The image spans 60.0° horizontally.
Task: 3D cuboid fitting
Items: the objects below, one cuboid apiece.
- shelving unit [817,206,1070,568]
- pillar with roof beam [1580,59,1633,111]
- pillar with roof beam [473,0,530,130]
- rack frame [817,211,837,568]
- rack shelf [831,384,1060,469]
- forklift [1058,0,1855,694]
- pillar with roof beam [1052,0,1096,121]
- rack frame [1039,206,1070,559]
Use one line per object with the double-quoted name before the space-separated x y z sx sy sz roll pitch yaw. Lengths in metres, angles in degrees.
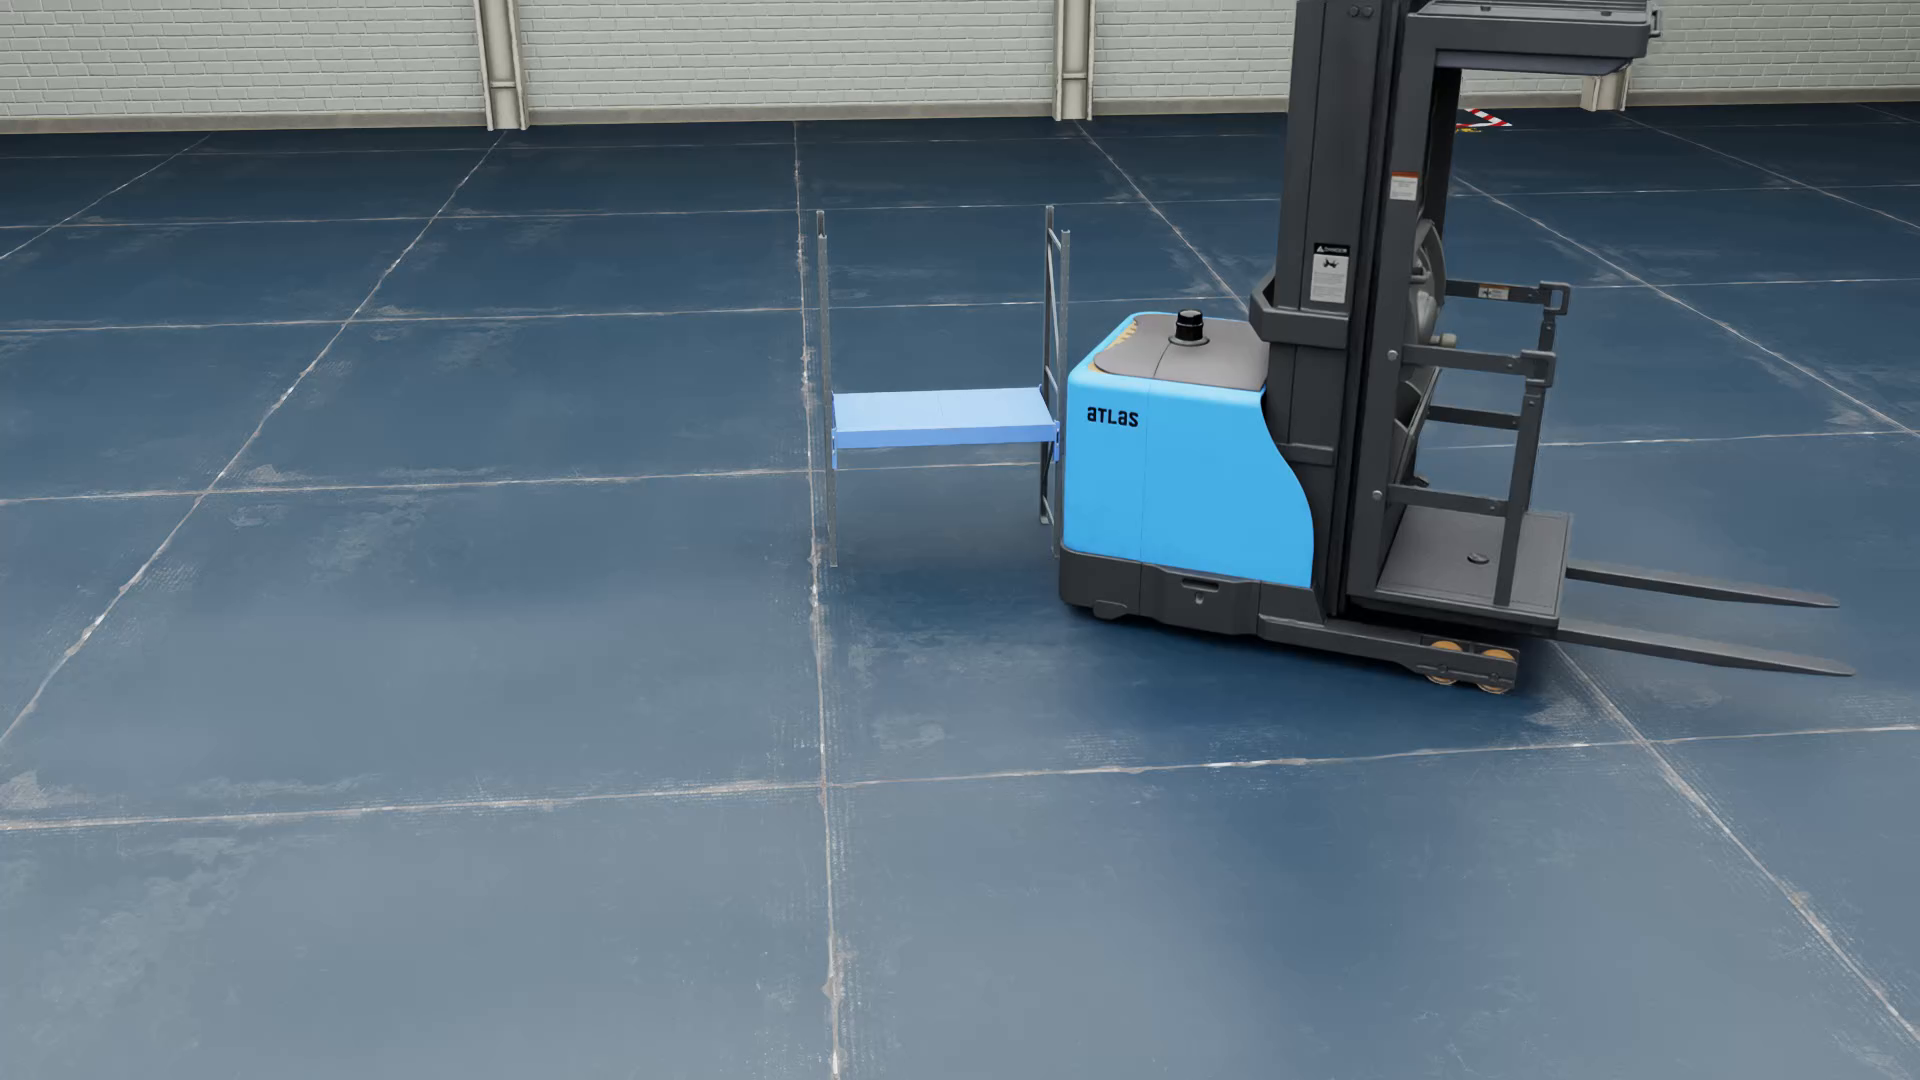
"shelving unit" -0.085 -0.682 7.438 1.048 1.500 0.538 -2 24 -5
"pillar with roof beam" 7.609 -7.203 12.875 0.400 9.000 9.100 -2 24 -5
"pillar with roof beam" -4.333 -6.723 11.797 0.400 9.000 9.100 -2 24 -5
"rack frame" -0.591 -0.662 7.392 0.032 1.500 0.500 -2 24 -5
"rack shelf" -0.085 -0.518 7.511 1.000 0.185 0.538 -2 24 -5
"forklift" 1.988 -0.992 6.372 3.031 2.935 1.130 9 26 19
"pillar with roof beam" 1.638 -6.963 12.336 0.400 9.000 9.100 -2 24 -5
"rack frame" 0.421 -0.702 7.483 0.032 1.500 0.500 -2 24 -5
